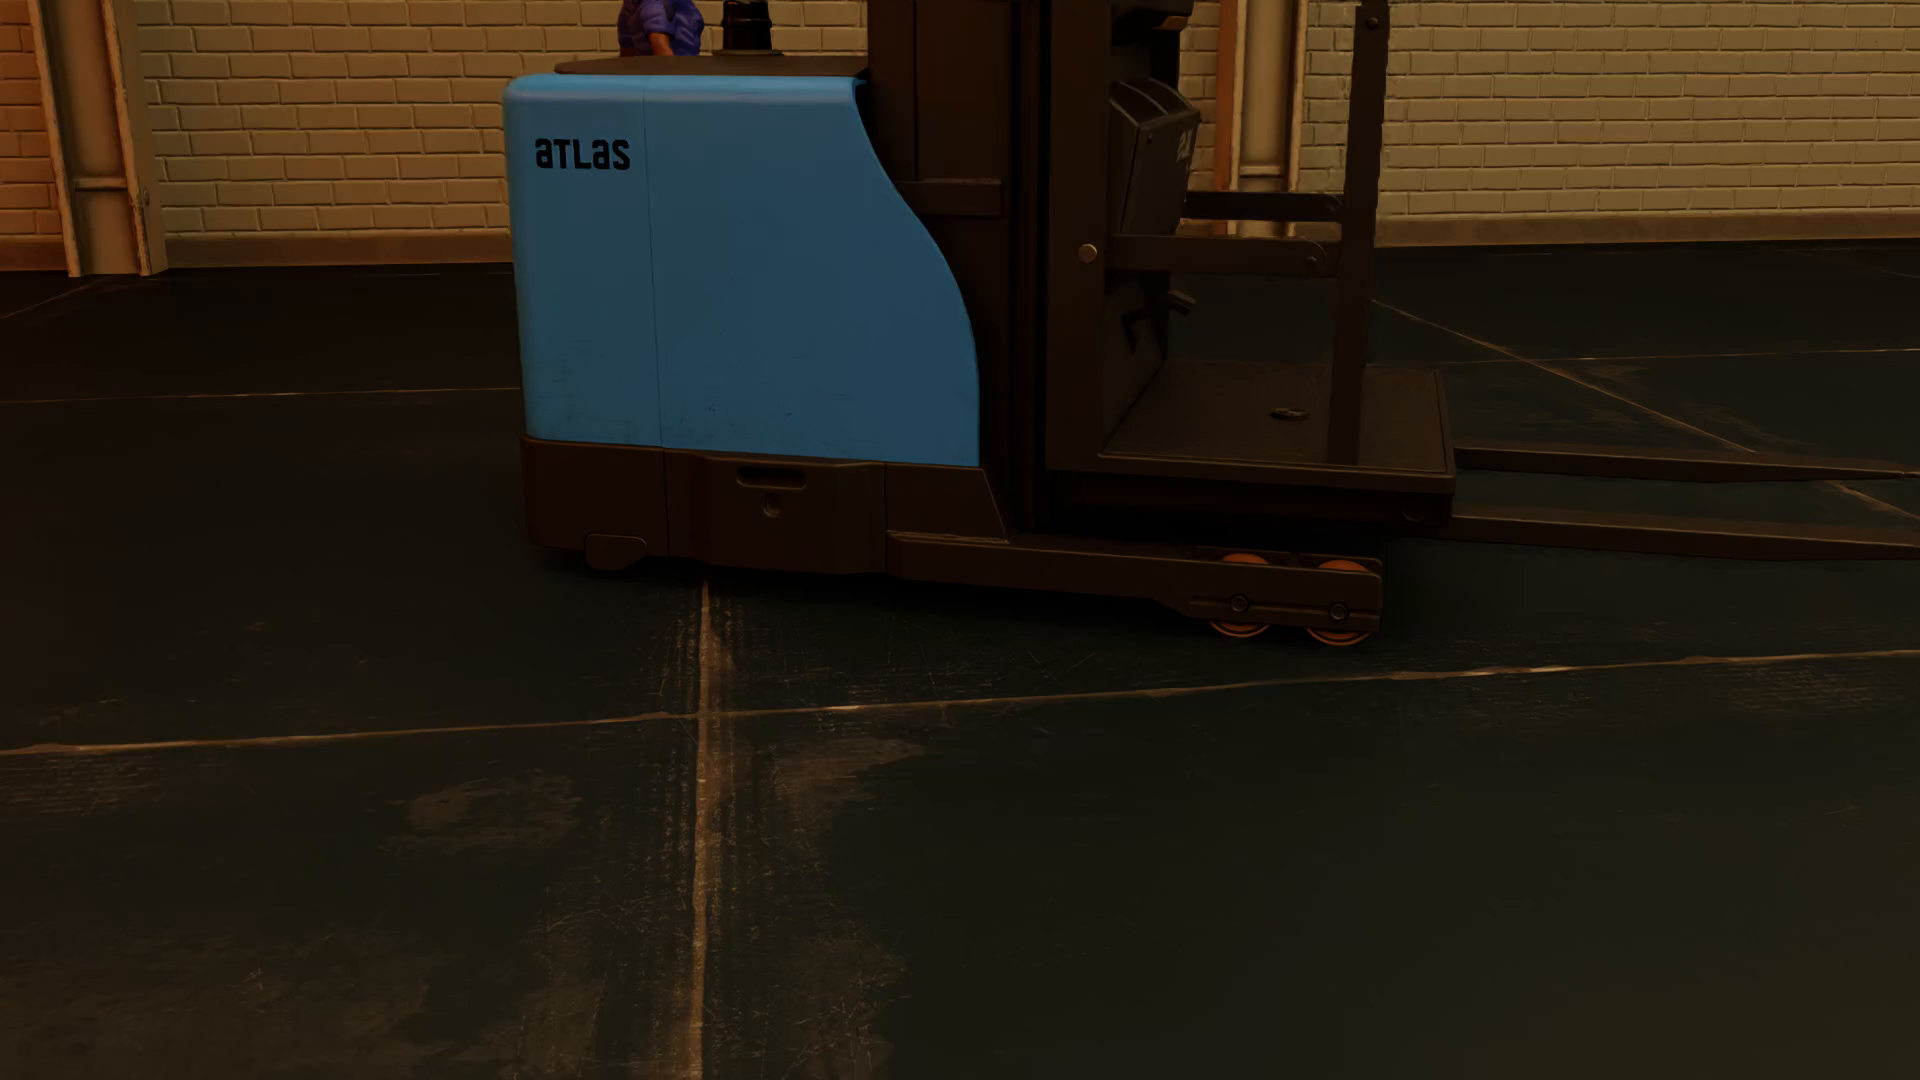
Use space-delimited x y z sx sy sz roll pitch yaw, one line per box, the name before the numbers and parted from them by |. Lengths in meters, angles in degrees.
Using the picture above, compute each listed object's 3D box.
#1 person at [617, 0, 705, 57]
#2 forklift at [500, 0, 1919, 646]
person | -1.085 -1.636 6.543 0.444 1.650 0.637 -10 19 -29
forklift | 0.600 -1.364 3.412 3.031 2.935 1.130 4 17 13
